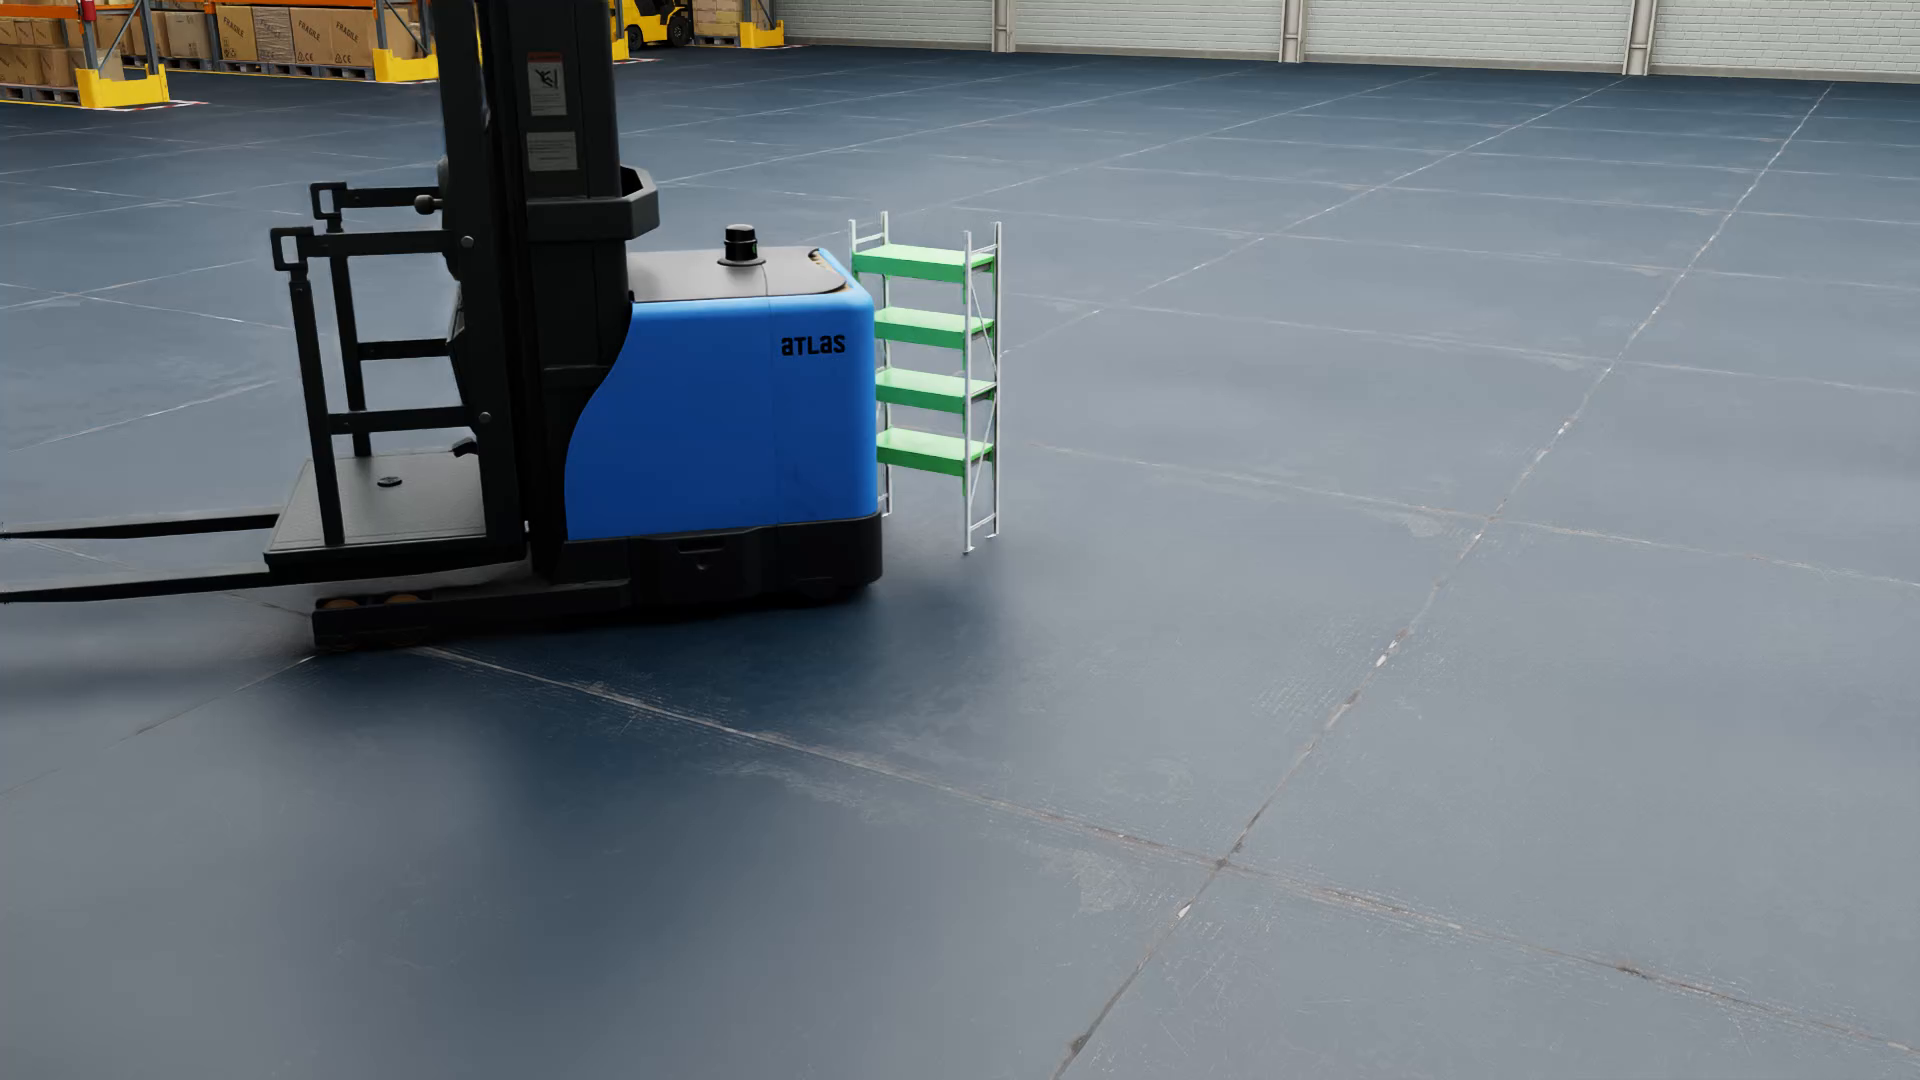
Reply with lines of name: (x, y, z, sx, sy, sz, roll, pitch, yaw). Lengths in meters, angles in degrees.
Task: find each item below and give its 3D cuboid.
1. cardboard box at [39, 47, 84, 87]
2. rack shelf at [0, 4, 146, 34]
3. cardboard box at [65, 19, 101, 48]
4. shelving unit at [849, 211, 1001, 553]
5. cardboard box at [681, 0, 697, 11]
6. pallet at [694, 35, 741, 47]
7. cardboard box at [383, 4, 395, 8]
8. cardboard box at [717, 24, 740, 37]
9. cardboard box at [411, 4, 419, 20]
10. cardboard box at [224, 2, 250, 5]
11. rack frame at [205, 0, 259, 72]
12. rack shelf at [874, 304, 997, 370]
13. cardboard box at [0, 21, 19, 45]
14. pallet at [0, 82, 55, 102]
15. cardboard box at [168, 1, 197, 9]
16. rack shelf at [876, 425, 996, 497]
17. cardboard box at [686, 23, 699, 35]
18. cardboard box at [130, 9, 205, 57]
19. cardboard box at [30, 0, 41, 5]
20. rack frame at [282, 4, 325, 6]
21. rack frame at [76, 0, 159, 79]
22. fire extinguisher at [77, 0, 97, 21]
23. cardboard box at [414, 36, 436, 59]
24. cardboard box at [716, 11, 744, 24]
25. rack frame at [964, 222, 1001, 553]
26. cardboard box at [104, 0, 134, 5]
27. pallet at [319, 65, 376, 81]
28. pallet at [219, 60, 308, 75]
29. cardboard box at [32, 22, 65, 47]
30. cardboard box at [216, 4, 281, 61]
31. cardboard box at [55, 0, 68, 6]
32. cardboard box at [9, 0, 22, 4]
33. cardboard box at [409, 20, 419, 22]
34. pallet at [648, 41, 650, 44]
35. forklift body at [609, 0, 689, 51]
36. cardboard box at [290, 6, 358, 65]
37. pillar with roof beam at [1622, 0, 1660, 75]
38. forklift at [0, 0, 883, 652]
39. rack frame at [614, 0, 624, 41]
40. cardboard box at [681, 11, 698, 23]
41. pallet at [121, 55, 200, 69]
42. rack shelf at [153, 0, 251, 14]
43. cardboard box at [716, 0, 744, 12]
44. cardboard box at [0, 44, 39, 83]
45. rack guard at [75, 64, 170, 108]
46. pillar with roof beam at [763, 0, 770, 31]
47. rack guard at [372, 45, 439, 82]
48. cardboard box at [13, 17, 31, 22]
cardboard box: (-12.517, -6.637, 23.313, 0.500, 0.500, 0.500, 18, 27, 41)
rack shelf: (-13.187, -7.411, 23.452, 4.000, 0.370, 1.077, 11, 23, 27)
cardboard box: (-15.431, -9.219, 30.063, 0.750, 0.750, 1.050, 10, 22, 27)
shelving unit: (-0.128, -0.592, 6.239, 0.503, 1.200, 0.258, 11, 23, 28)
cardboard box: (-5.639, -11.368, 35.255, 0.500, 0.250, 0.500, 11, 23, 28)
pallet: (-4.879, -10.649, 35.413, 1.213, 0.211, 1.003, 11, 23, 27)
cardboard box: (-13.451, -12.546, 39.602, 0.500, 0.500, 0.500, 10, 22, 26)
cardboard box: (-4.755, -10.734, 34.974, 0.500, 0.250, 0.500, 11, 23, 28)
cardboard box: (-12.539, -12.377, 39.136, 0.500, 0.500, 0.500, 12, 23, 30)
cardboard box: (-14.932, -11.185, 35.301, 0.875, 0.875, 0.875, 11, 23, 28)
rack frame: (-12.426, -9.542, 28.270, 0.127, 3.000, 1.000, 11, 23, 27)
rack shelf: (-0.128, -0.758, 6.179, 0.480, 0.148, 0.258, 11, 23, 28)
cardboard box: (-17.541, -9.431, 31.016, 0.500, 0.500, 0.500, 10, 22, 25)
pallet: (-13.261, -6.467, 23.884, 1.213, 0.211, 1.003, 11, 23, 27)
cardboard box: (-16.504, -11.482, 36.119, 0.875, 0.875, 0.875, 12, 23, 29)
rack shelf: (-0.128, -0.307, 6.342, 0.480, 0.148, 0.258, 11, 23, 28)
cardboard box: (-5.617, -10.905, 35.447, 0.500, 0.250, 0.500, 11, 23, 28)
cardboard box: (-13.852, -8.919, 29.239, 0.750, 0.750, 1.050, 11, 23, 27)
cardboard box: (-12.463, -7.399, 22.731, 0.250, 0.149, 0.380, 11, 23, 27)
rack frame: (-13.592, -11.697, 34.213, 0.127, 3.000, 1.000, 11, 23, 27)
rack frame: (-11.441, -7.417, 22.412, 0.127, 3.000, 1.000, 11, 23, 27)
fire extinguisher: (-11.566, -7.224, 21.995, 0.183, 0.674, 0.296, 11, 23, 27)
cardboard box: (-9.376, -8.732, 29.699, 0.637, 0.503, 0.797, -4, 20, -10)
cardboard box: (-4.768, -10.973, 34.899, 0.500, 0.250, 0.500, 10, 22, 27)
rack frame: (0.083, -0.551, 6.123, 0.015, 1.200, 0.240, 11, 23, 28)
cardboard box: (-11.574, -7.417, 22.782, 0.250, 0.149, 0.380, 11, 23, 27)
pallet: (-9.670, -7.675, 27.215, 1.213, 0.211, 1.003, 11, 23, 27)
pallet: (-11.801, -8.081, 28.333, 1.213, 0.211, 1.003, 11, 23, 27)
cardboard box: (-16.620, -9.261, 30.546, 0.500, 0.500, 0.500, 11, 23, 27)
cardboard box: (-11.911, -8.615, 28.215, 0.875, 0.875, 0.875, 11, 23, 28)
cardboard box: (-12.009, -7.326, 22.532, 0.250, 0.149, 0.380, 11, 23, 27)
cardboard box: (-12.890, -7.487, 22.976, 0.250, 0.149, 0.380, 11, 23, 27)
cardboard box: (-11.189, -10.199, 33.321, 0.625, 0.372, 0.950, 12, 23, 31)
pallet: (-7.009, -11.055, 36.531, 1.213, 0.211, 1.003, 11, 23, 27)
forklift body: (-6.736, -11.218, 34.138, 1.214, 2.155, 2.313, 11, 23, 27)
cardboard box: (-10.328, -8.314, 27.386, 0.875, 0.875, 0.875, 10, 22, 26)
pillar with roof beam: (9.256, -10.774, 22.871, 0.400, 9.000, 9.100, 11, 23, 27)
forklift: (-1.845, -1.215, 5.417, 3.031, 2.935, 1.130, -5, 20, -13)
rack frame: (-6.608, -10.367, 30.545, 0.127, 3.000, 1.000, 11, 23, 27)
cardboard box: (-5.662, -11.139, 35.358, 0.500, 0.250, 0.500, 10, 22, 26)
pallet: (-14.206, -8.539, 29.596, 1.213, 0.211, 1.003, 11, 23, 27)
rack shelf: (-14.172, -9.536, 29.310, 4.000, 0.370, 1.077, 11, 23, 27)
cardboard box: (-4.745, -11.204, 34.803, 0.500, 0.250, 0.500, 12, 23, 29)
cardboard box: (-13.520, -6.853, 23.908, 0.500, 0.500, 0.500, 9, 22, 23)
rack guard: (-11.508, -6.254, 22.873, 0.348, 0.500, 1.175, 11, 23, 27)
pillar with roof beam: (-6.459, -13.768, 31.124, 0.400, 9.000, 9.100, 11, 23, 27)
rack guard: (-8.913, -7.697, 26.852, 0.348, 0.500, 1.175, 11, 23, 27)
cardboard box: (-17.089, -9.698, 30.652, 0.500, 0.250, 0.500, 11, 23, 28)
